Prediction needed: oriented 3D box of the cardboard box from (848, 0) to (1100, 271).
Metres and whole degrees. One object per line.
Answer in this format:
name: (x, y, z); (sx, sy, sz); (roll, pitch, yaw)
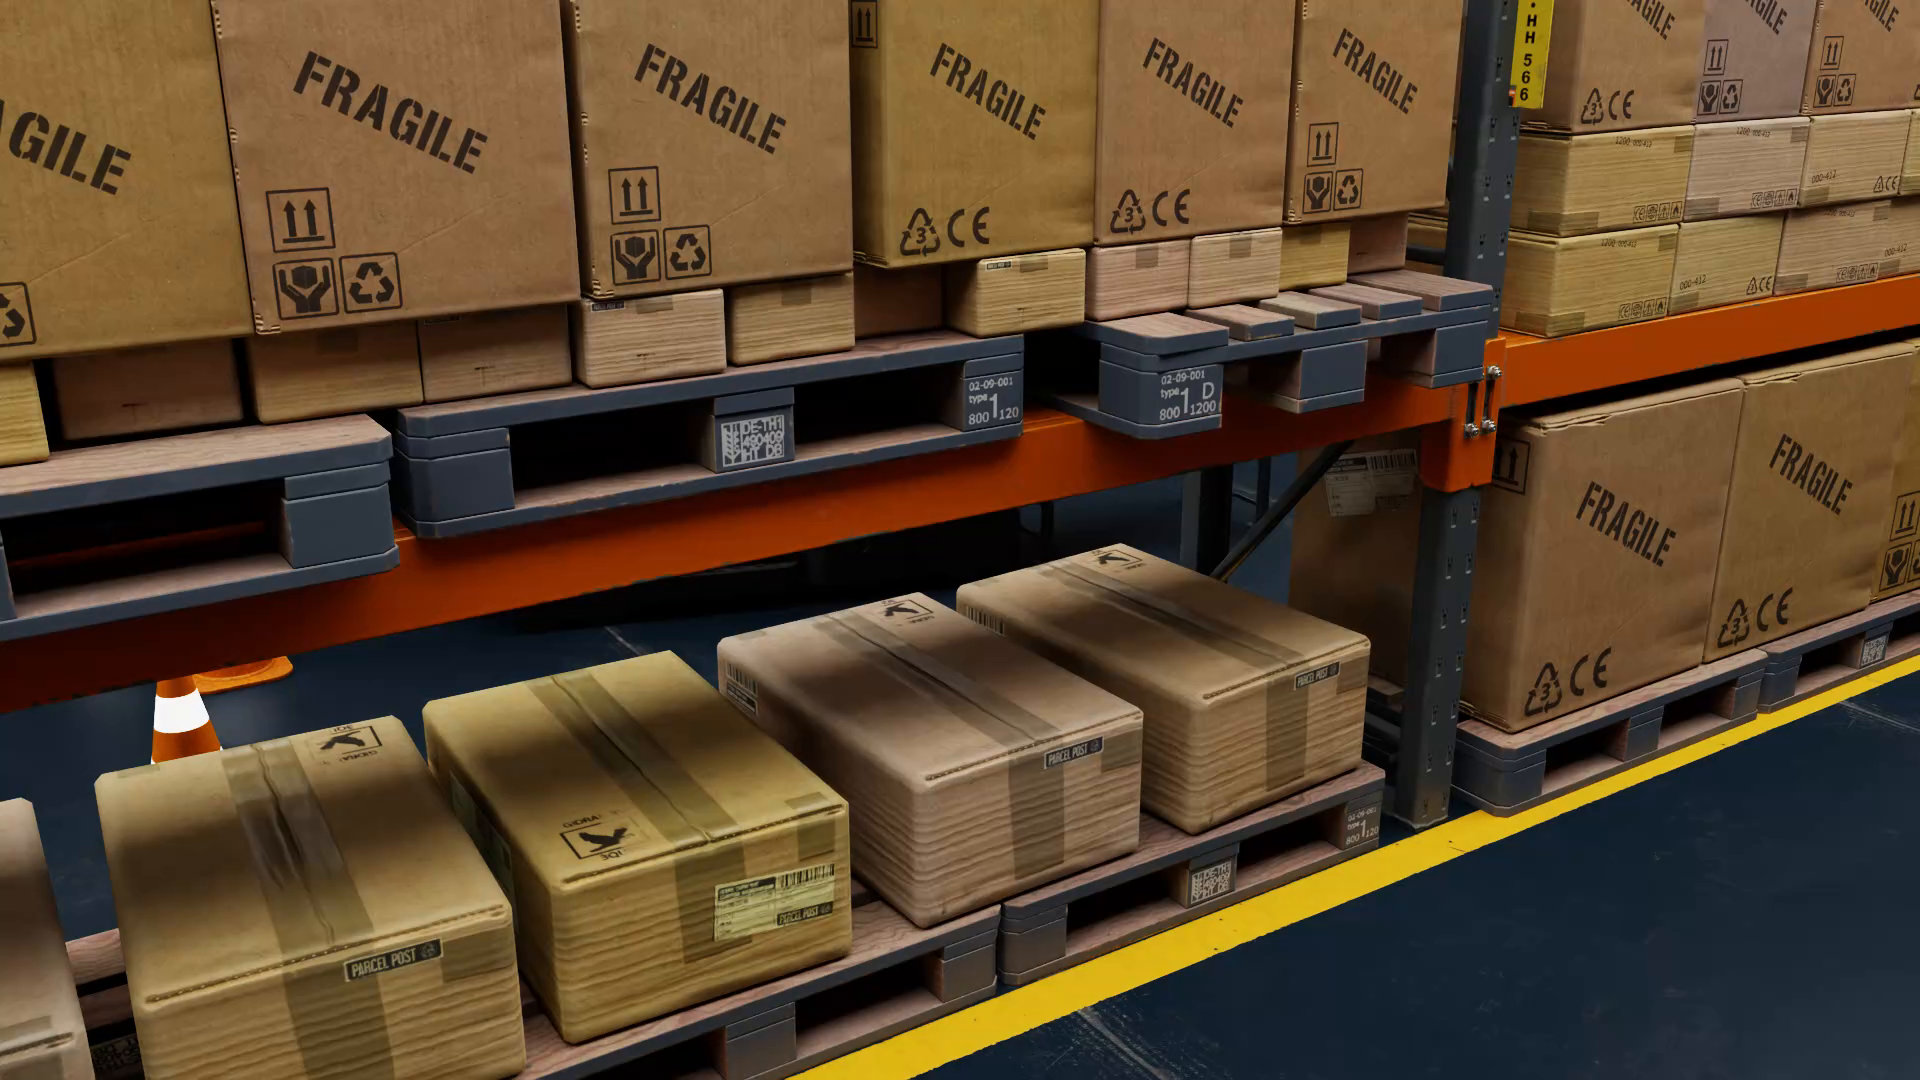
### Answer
cardboard box: (-0.080, -0.833, 3.249); (0.500, 0.500, 0.500); (-14, 23, -35)

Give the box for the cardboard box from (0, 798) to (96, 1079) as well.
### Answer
cardboard box: (-1.911, 0.874, 2.924); (0.625, 0.372, 0.950); (-12, 22, -31)

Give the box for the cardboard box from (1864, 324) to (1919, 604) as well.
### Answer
cardboard box: (3.110, -0.389, 5.873); (0.875, 0.875, 0.875); (-11, 22, -30)

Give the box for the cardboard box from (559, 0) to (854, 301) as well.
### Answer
cardboard box: (-0.537, -0.737, 2.966); (0.500, 0.500, 0.500); (-13, 23, -34)

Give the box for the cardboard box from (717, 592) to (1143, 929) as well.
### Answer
cardboard box: (-0.096, 0.491, 4.055); (0.625, 0.372, 0.950); (-12, 22, -32)

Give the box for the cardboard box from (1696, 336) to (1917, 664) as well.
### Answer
cardboard box: (2.363, -0.231, 5.407); (0.875, 0.875, 0.875); (-12, 22, -31)

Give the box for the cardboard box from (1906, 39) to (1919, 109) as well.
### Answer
cardboard box: (2.812, -1.591, 5.050); (0.500, 0.500, 0.500); (-12, 22, -31)

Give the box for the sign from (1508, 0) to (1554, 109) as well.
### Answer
sign: (1.300, -1.151, 3.782); (0.005, 0.325, 0.100); (-12, 22, -31)

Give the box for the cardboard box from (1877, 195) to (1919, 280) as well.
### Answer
cardboard box: (2.811, -1.005, 5.269); (0.500, 0.250, 0.500); (-12, 22, -31)

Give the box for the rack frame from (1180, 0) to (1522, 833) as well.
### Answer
rack frame: (0.993, -0.784, 4.379); (0.127, 3.000, 1.000); (-12, 22, -31)

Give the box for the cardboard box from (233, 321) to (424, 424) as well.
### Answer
cardboard box: (-1.066, -0.318, 2.738); (0.250, 0.149, 0.380); (-12, 22, -31)

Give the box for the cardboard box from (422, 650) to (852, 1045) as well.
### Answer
cardboard box: (-0.733, 0.623, 3.665); (0.625, 0.372, 0.950); (-11, 22, -30)

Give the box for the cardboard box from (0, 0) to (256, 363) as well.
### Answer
cardboard box: (-1.380, -0.560, 2.443); (0.500, 0.500, 0.500); (-12, 22, -31)

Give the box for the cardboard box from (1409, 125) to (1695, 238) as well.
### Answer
cardboard box: (1.552, -0.973, 4.391); (0.500, 0.250, 0.500); (-12, 22, -32)

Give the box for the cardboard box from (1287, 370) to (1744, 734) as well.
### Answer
cardboard box: (1.616, -0.075, 4.946); (0.875, 0.875, 0.875); (-12, 22, -32)

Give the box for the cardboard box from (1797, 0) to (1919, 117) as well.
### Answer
cardboard box: (2.389, -1.503, 4.790); (0.500, 0.500, 0.500); (-11, 22, -30)

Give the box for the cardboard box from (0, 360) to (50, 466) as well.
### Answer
cardboard box: (-1.499, -0.213, 2.429); (0.250, 0.149, 0.380); (-11, 22, -30)

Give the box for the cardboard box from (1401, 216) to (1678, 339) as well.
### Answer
cardboard box: (1.540, -0.731, 4.459); (0.500, 0.250, 0.500); (-12, 22, -32)

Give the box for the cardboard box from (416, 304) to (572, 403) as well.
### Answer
cardboard box: (-0.859, -0.361, 2.865); (0.250, 0.149, 0.380); (-12, 22, -31)

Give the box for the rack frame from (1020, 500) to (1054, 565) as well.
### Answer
rack frame: (0.232, -0.668, 6.380); (0.032, 1.500, 0.500); (-9, 21, -25)

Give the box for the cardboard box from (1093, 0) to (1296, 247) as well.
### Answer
cardboard box: (0.341, -0.922, 3.513); (0.500, 0.500, 0.500); (-12, 22, -32)

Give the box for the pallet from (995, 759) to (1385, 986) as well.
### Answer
pallet: (0.340, 0.675, 4.419); (1.213, 0.211, 1.003); (-12, 22, -31)

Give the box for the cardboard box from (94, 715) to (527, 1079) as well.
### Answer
cardboard box: (-1.312, 0.746, 3.301); (0.625, 0.372, 0.950); (-10, 21, -28)

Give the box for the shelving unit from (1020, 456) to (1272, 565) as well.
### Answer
shelving unit: (0.685, -0.742, 6.598); (1.048, 1.500, 0.538); (-9, 21, -25)

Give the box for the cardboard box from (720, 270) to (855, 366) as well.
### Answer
cardboard box: (-0.402, -0.449, 3.125); (0.250, 0.149, 0.380); (-13, 22, -33)

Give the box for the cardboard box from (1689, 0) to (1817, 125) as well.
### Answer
cardboard box: (1.949, -1.416, 4.532); (0.500, 0.500, 0.500); (-12, 22, -31)

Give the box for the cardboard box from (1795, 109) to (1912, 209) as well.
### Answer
cardboard box: (2.408, -1.148, 4.910); (0.500, 0.250, 0.500); (-12, 22, -32)

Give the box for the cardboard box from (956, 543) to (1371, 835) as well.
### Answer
cardboard box: (0.516, 0.359, 4.446); (0.625, 0.372, 0.950); (-14, 23, -35)

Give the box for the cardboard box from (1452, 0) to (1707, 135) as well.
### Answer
cardboard box: (1.540, -1.326, 4.266); (0.500, 0.500, 0.500); (-13, 22, -33)

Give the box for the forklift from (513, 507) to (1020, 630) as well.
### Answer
forklift: (-1.348, -1.261, 5.897); (3.031, 2.935, 1.130); (-5, 19, -15)

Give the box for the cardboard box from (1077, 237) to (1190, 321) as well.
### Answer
cardboard box: (0.264, -0.578, 3.506); (0.250, 0.149, 0.380); (-13, 23, -34)

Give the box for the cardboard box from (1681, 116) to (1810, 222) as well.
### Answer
cardboard box: (1.984, -1.063, 4.660); (0.500, 0.250, 0.500); (-11, 22, -30)

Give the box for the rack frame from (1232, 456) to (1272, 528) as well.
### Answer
rack frame: (1.139, -0.816, 6.815); (0.032, 1.500, 0.500); (-9, 21, -25)

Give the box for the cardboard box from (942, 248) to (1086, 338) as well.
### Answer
cardboard box: (0.042, -0.525, 3.352); (0.250, 0.149, 0.380); (-11, 22, -30)

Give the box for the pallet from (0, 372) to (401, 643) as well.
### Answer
pallet: (-1.629, -0.084, 2.609); (1.213, 0.211, 1.003); (-12, 22, -31)

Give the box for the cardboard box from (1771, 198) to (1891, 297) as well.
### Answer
cardboard box: (2.401, -0.917, 5.009); (0.500, 0.250, 0.500); (-11, 22, -30)

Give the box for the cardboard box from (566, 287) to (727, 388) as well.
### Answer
cardboard box: (-0.608, -0.394, 2.963); (0.250, 0.149, 0.380); (-11, 22, -29)

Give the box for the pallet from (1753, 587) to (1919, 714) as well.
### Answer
pallet: (2.711, 0.205, 5.808); (1.213, 0.211, 1.003); (-12, 22, -31)

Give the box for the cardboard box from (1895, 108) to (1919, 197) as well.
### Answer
cardboard box: (2.838, -1.234, 5.164); (0.500, 0.250, 0.500); (-11, 22, -30)

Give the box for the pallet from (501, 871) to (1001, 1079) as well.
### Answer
pallet: (-0.678, 0.888, 3.788); (1.213, 0.211, 1.003); (-12, 22, -31)

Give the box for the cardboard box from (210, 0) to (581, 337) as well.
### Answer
cardboard box: (-0.960, -0.644, 2.689); (0.500, 0.500, 0.500); (-12, 22, -32)

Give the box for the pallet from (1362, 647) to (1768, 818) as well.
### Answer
pallet: (1.693, 0.419, 5.177); (1.213, 0.211, 1.003); (-12, 22, -31)

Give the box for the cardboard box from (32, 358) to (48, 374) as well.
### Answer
cardboard box: (-1.644, -0.420, 3.040); (0.250, 0.149, 0.380); (-12, 22, -32)

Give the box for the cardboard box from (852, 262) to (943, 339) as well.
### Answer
cardboard box: (-0.237, -0.515, 3.321); (0.250, 0.149, 0.380); (-12, 22, -31)

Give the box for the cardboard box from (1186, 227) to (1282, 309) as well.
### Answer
cardboard box: (0.479, -0.620, 3.631); (0.250, 0.149, 0.380); (-12, 22, -32)

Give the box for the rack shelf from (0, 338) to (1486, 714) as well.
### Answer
rack shelf: (-0.677, -0.090, 3.452); (4.000, 0.370, 1.077); (-12, 22, -31)

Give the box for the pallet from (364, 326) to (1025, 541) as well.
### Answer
pallet: (-0.638, -0.333, 3.346); (1.213, 0.211, 1.003); (-12, 22, -31)

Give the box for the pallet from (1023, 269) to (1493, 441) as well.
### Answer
pallet: (0.457, -0.539, 3.954); (1.003, 0.211, 1.213); (-12, 22, -31)

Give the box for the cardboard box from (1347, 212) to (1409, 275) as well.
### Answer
cardboard box: (0.849, -0.743, 3.995); (0.250, 0.149, 0.380); (-11, 22, -29)

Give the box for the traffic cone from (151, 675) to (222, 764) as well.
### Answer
traffic cone: (-2.082, 0.530, 4.455); (0.334, 0.463, 0.336); (-12, 22, -31)

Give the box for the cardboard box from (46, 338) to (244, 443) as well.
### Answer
cardboard box: (-1.304, -0.284, 2.637); (0.250, 0.149, 0.380); (-10, 21, -28)

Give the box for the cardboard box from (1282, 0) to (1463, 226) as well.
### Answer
cardboard box: (0.766, -1.016, 3.791); (0.500, 0.500, 0.500); (-13, 22, -33)

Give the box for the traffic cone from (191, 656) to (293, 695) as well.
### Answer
traffic cone: (-2.390, 0.211, 5.397); (0.334, 0.463, 0.336); (-12, 22, -31)

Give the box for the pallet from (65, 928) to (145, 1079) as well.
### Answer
pallet: (-1.698, 1.104, 3.148); (1.213, 0.211, 1.003); (-12, 22, -31)

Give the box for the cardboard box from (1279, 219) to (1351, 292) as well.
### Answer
cardboard box: (0.665, -0.676, 3.798); (0.250, 0.149, 0.380); (-12, 22, -31)

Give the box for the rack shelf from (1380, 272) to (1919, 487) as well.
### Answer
rack shelf: (2.664, -0.795, 5.536); (4.000, 0.370, 1.077); (-12, 22, -31)

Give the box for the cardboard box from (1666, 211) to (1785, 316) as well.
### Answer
cardboard box: (1.959, -0.827, 4.740); (0.500, 0.250, 0.500); (-13, 22, -33)
